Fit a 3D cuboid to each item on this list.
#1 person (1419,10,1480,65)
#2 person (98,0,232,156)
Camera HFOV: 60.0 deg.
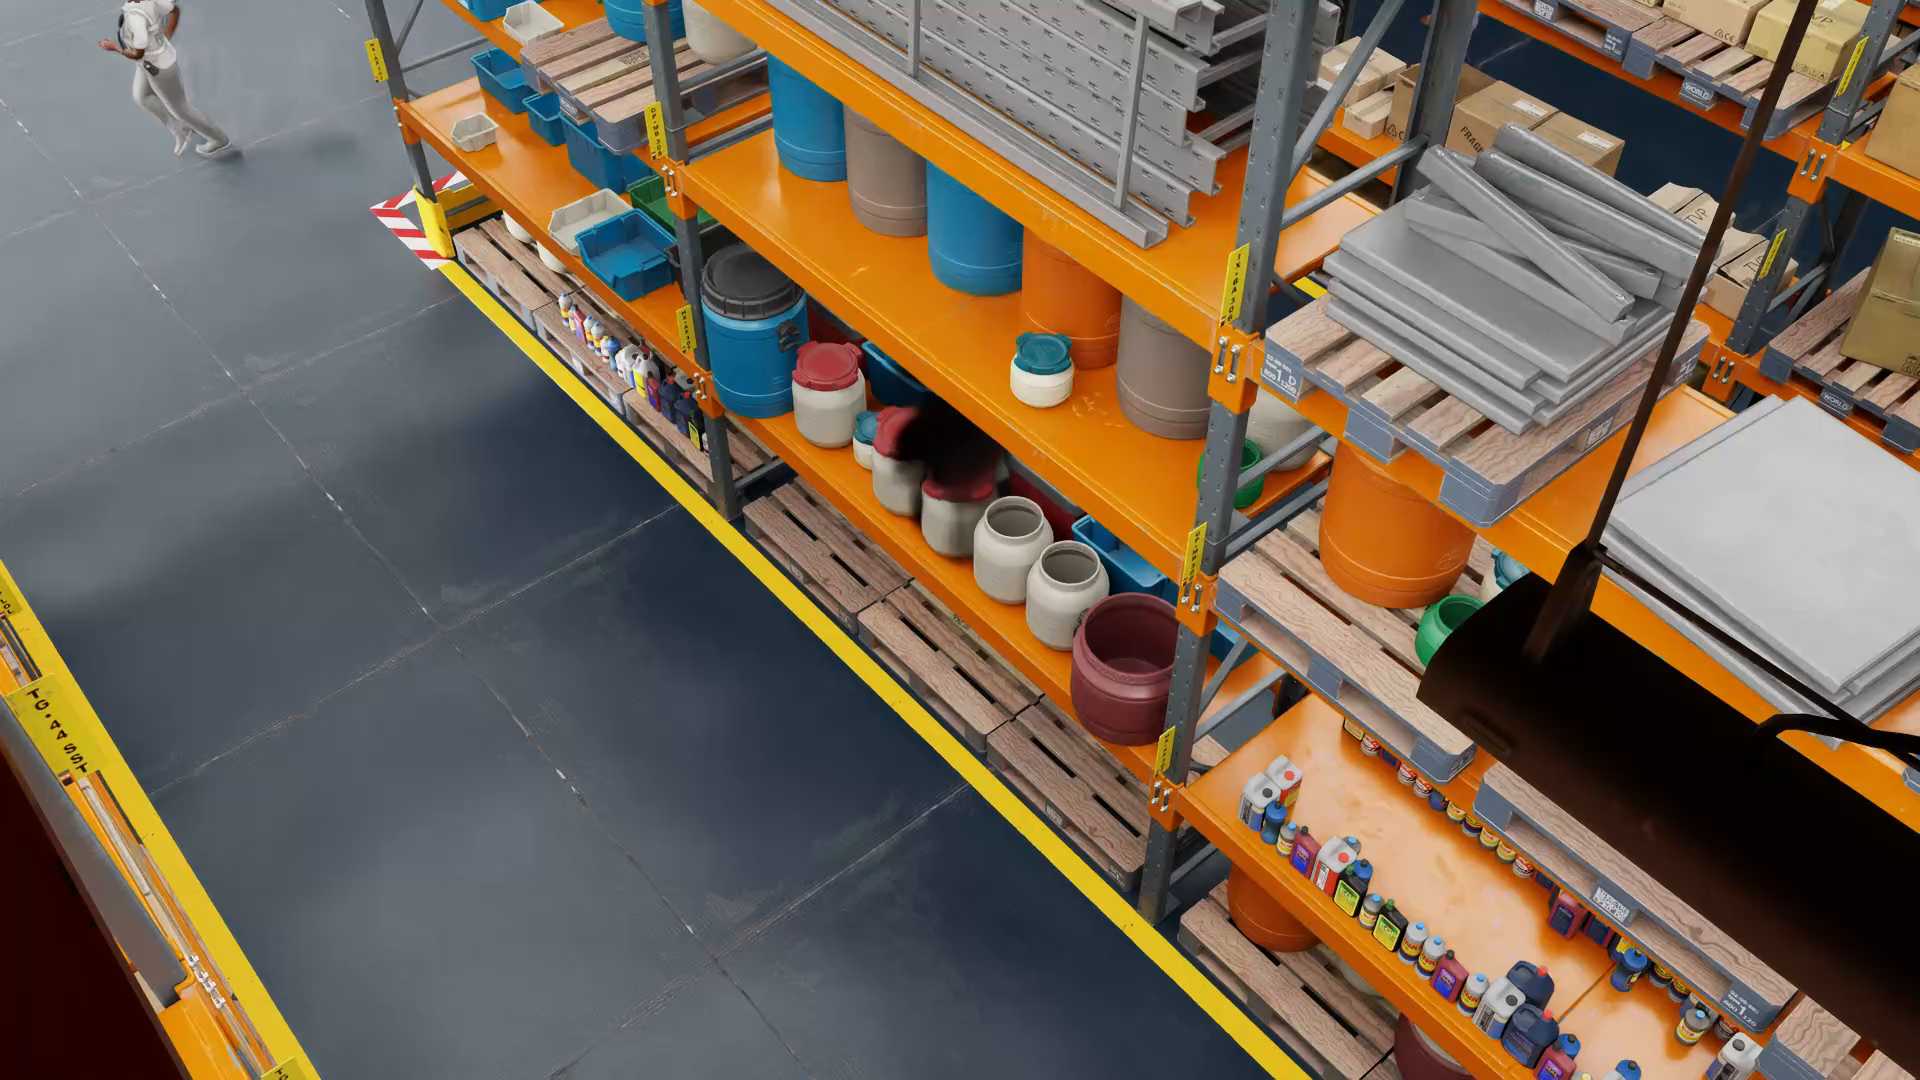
[{"bbox_3d":[3.872,-3.840,13.513,0.587,1.640,0.610,-35,55,-28],"label":"person"},{"bbox_3d":[-6.507,-3.834,13.465,0.710,1.726,0.544,-12,48,-11],"label":"person"}]
